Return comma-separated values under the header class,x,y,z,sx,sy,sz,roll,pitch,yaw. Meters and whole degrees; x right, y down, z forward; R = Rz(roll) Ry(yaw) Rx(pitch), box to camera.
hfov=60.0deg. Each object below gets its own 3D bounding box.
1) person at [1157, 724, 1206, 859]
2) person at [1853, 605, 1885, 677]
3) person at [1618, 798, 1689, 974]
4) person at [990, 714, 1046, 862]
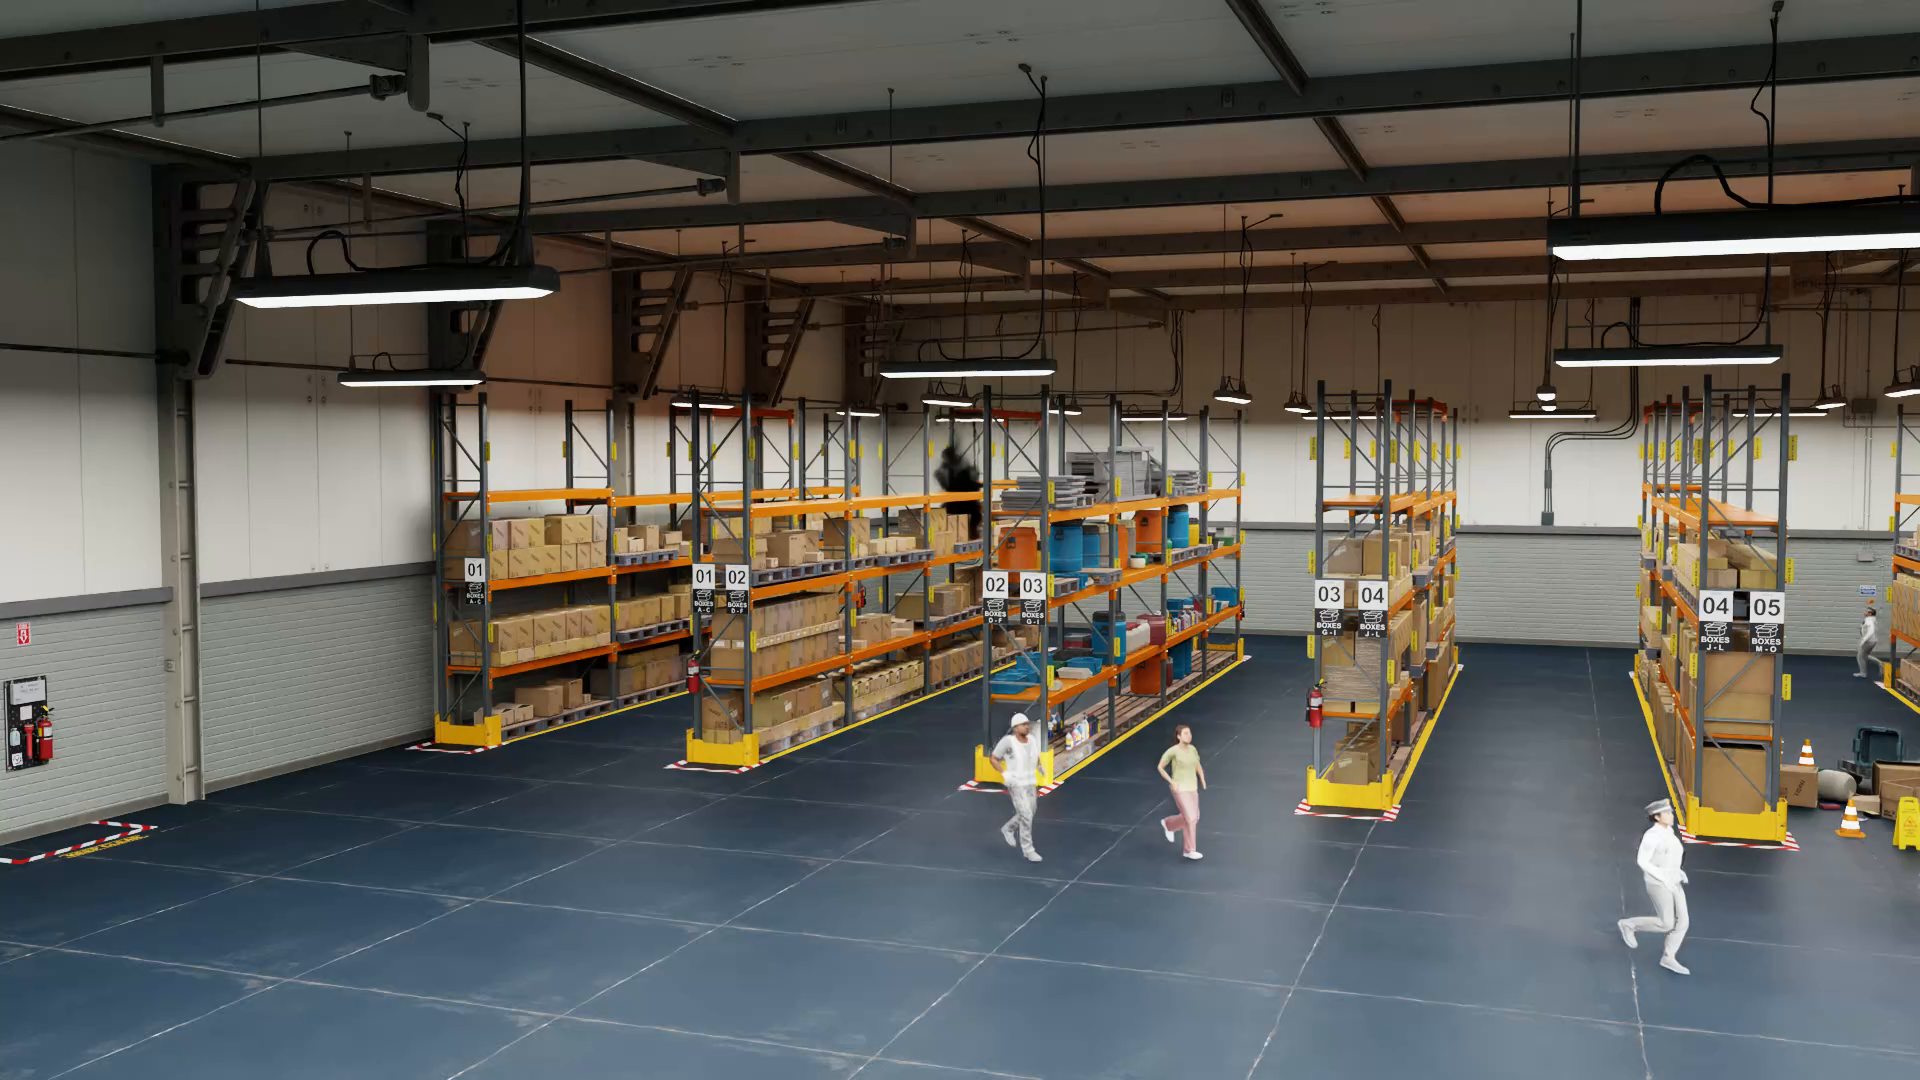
class,x,y,z,sx,sy,sz,roll,pitch,yaw
person,2.729,3.083,20.582,0.616,1.630,0.769,-2,4,-34
person,20.017,2.233,36.551,0.661,1.635,0.670,2,4,32
person,6.782,3.324,16.162,0.625,1.672,0.676,-3,4,-42
person,0.725,3.020,20.501,0.688,1.775,0.804,-3,4,-42
